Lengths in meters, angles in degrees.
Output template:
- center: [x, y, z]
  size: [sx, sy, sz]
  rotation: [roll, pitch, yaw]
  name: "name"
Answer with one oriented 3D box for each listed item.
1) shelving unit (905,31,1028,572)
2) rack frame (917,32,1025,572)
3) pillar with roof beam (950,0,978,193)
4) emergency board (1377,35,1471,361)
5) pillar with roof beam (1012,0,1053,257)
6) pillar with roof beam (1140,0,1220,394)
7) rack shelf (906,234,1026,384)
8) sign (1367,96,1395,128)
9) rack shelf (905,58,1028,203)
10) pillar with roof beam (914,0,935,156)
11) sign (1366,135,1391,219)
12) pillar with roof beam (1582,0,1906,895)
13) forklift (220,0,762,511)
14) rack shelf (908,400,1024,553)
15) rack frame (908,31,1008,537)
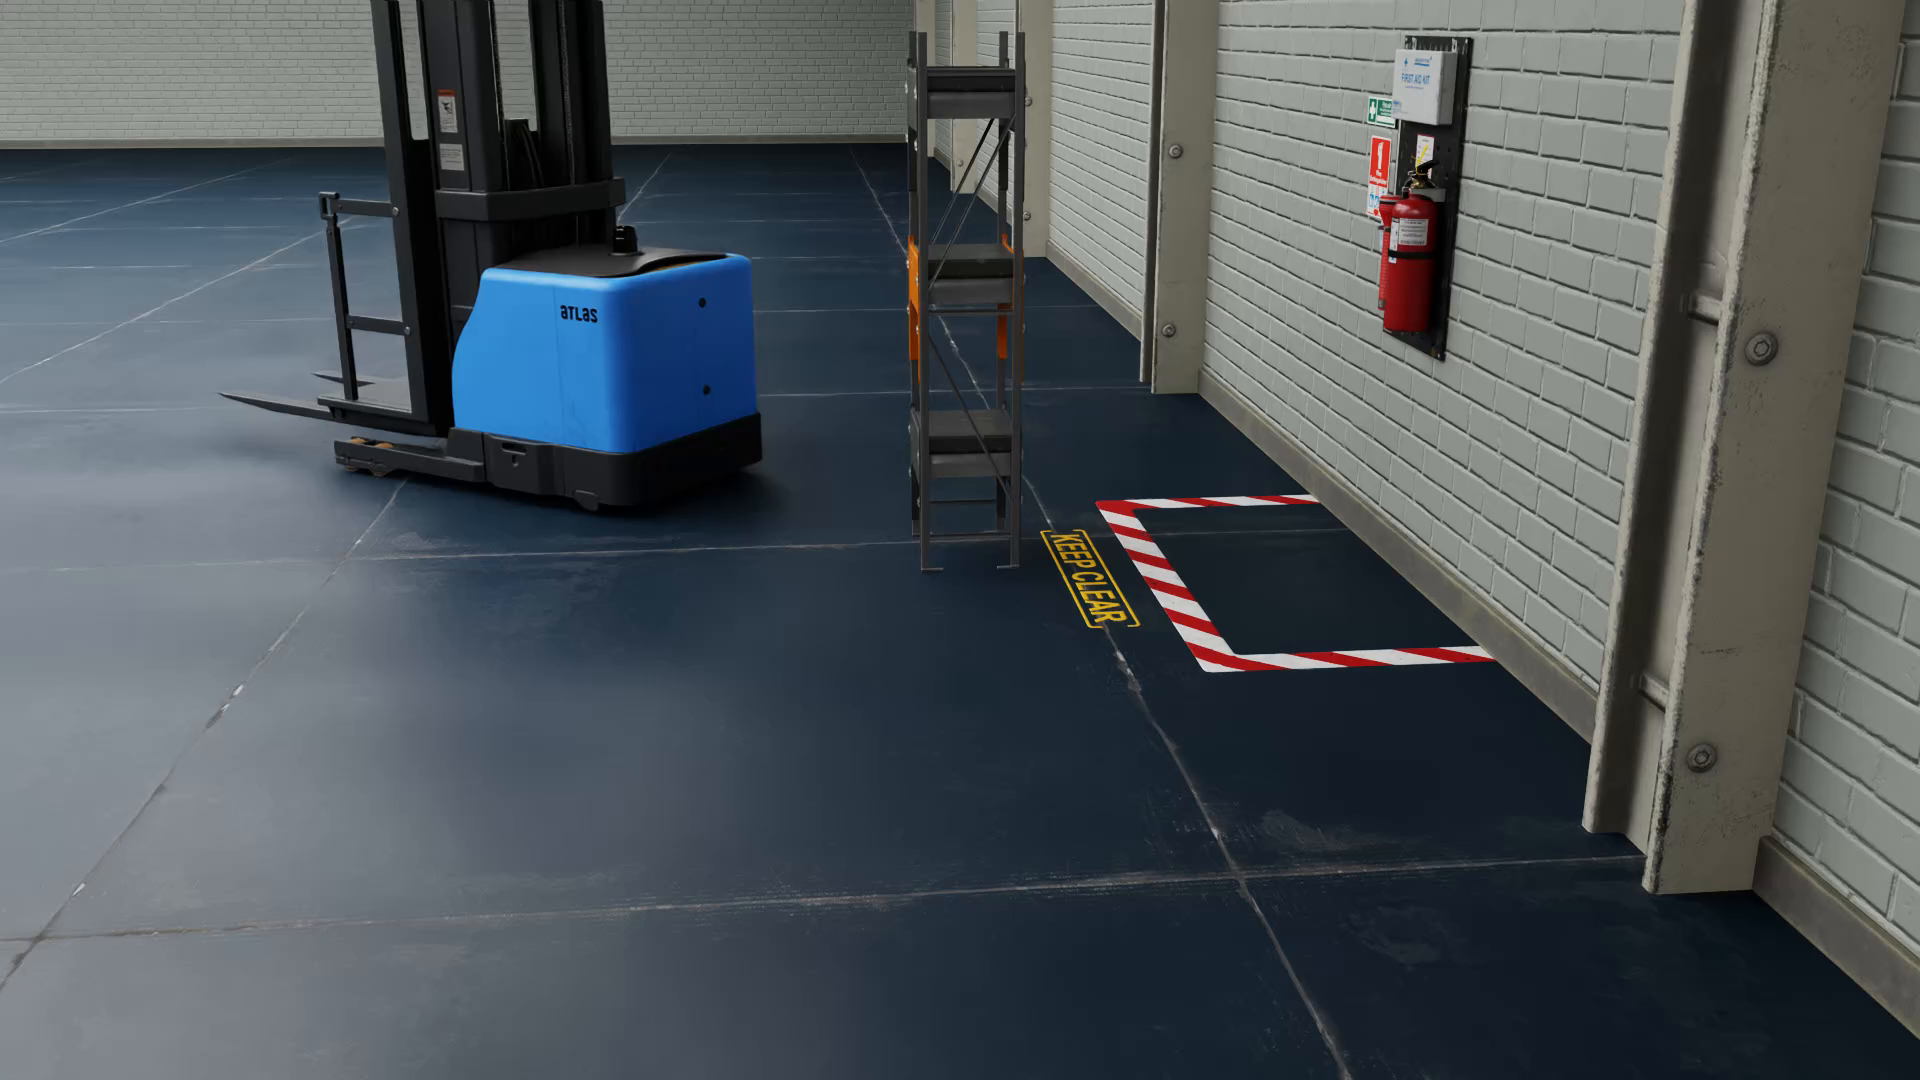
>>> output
- center: [0.017, -0.952, 6.705]
  size: [0.431, 2.100, 0.503]
  rotation: [-2, 18, -6]
  name: "shelving unit"
- center: [0.042, -0.880, 6.474]
  size: [0.400, 2.100, 0.015]
  rotation: [-2, 18, -6]
  name: "rack frame"
- center: [-4.229, -8.676, 19.788]
  size: [9.100, 9.000, 0.400]
  rotation: [-2, 18, -6]
  name: "pillar with roof beam"
- center: [1.693, -1.321, 6.377]
  size: [0.194, 1.169, 0.643]
  rotation: [-2, 18, -6]
  name: "emergency board"
- center: [-3.610, -6.888, 14.094]
  size: [9.100, 9.000, 0.400]
  rotation: [-2, 18, -6]
  name: "pillar with roof beam"
- center: [-2.991, -5.101, 8.400]
  size: [9.100, 9.000, 0.400]
  rotation: [-2, 18, -6]
  name: "pillar with roof beam"
- center: [0.017, -0.939, 6.710]
  size: [0.431, 0.518, 0.480]
  rotation: [-2, 18, -6]
  name: "rack shelf"
- center: [1.730, -1.757, 6.822]
  size: [0.001, 0.109, 0.331]
  rotation: [-2, 18, -6]
  name: "sign"
- center: [0.017, -1.607, 6.500]
  size: [0.431, 0.518, 0.480]
  rotation: [-2, 18, -6]
  name: "rack shelf"
- center: [-4.847, -10.463, 25.482]
  size: [9.100, 9.000, 0.400]
  rotation: [-2, 18, -6]
  name: "pillar with roof beam"
- center: [1.739, -1.506, 6.907]
  size: [0.001, 0.329, 0.234]
  rotation: [-2, 18, -6]
  name: "sign"
- center: [-2.372, -3.313, 2.706]
  size: [9.100, 9.000, 0.400]
  rotation: [-2, 18, -6]
  name: "pillar with roof beam"
- center: [-2.509, -1.832, 8.120]
  size: [3.031, 2.935, 1.130]
  rotation: [10, 20, 29]
  name: "forklift"
- center: [0.017, -0.272, 6.919]
  size: [0.431, 0.518, 0.480]
  rotation: [-2, 18, -6]
  name: "rack shelf"
- center: [-0.008, -1.025, 6.937]
  size: [0.400, 2.100, 0.015]
  rotation: [-2, 18, -6]
  name: "rack frame"
